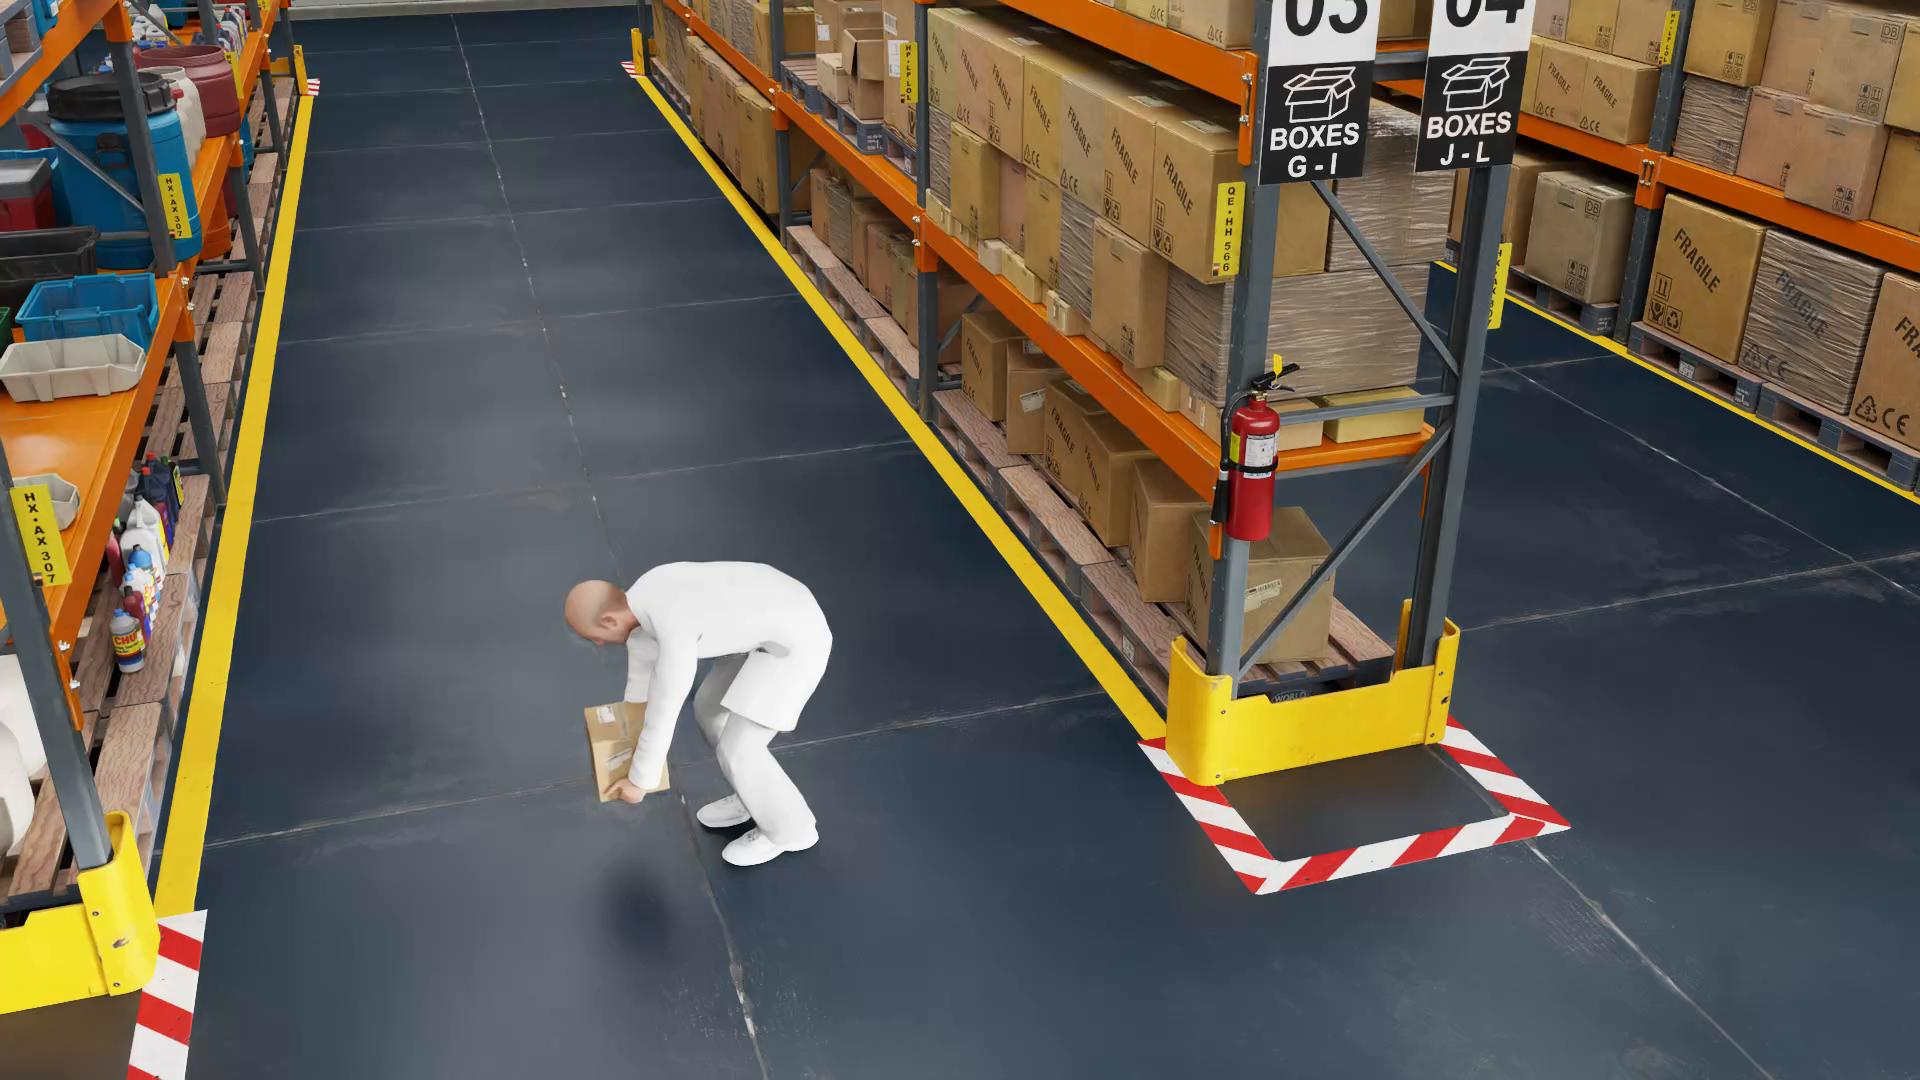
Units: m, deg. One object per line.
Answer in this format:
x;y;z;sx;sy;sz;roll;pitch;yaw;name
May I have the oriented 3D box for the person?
-0.919;0.614;6.050;0.932;1.182;0.576;-9;28;-18;person
